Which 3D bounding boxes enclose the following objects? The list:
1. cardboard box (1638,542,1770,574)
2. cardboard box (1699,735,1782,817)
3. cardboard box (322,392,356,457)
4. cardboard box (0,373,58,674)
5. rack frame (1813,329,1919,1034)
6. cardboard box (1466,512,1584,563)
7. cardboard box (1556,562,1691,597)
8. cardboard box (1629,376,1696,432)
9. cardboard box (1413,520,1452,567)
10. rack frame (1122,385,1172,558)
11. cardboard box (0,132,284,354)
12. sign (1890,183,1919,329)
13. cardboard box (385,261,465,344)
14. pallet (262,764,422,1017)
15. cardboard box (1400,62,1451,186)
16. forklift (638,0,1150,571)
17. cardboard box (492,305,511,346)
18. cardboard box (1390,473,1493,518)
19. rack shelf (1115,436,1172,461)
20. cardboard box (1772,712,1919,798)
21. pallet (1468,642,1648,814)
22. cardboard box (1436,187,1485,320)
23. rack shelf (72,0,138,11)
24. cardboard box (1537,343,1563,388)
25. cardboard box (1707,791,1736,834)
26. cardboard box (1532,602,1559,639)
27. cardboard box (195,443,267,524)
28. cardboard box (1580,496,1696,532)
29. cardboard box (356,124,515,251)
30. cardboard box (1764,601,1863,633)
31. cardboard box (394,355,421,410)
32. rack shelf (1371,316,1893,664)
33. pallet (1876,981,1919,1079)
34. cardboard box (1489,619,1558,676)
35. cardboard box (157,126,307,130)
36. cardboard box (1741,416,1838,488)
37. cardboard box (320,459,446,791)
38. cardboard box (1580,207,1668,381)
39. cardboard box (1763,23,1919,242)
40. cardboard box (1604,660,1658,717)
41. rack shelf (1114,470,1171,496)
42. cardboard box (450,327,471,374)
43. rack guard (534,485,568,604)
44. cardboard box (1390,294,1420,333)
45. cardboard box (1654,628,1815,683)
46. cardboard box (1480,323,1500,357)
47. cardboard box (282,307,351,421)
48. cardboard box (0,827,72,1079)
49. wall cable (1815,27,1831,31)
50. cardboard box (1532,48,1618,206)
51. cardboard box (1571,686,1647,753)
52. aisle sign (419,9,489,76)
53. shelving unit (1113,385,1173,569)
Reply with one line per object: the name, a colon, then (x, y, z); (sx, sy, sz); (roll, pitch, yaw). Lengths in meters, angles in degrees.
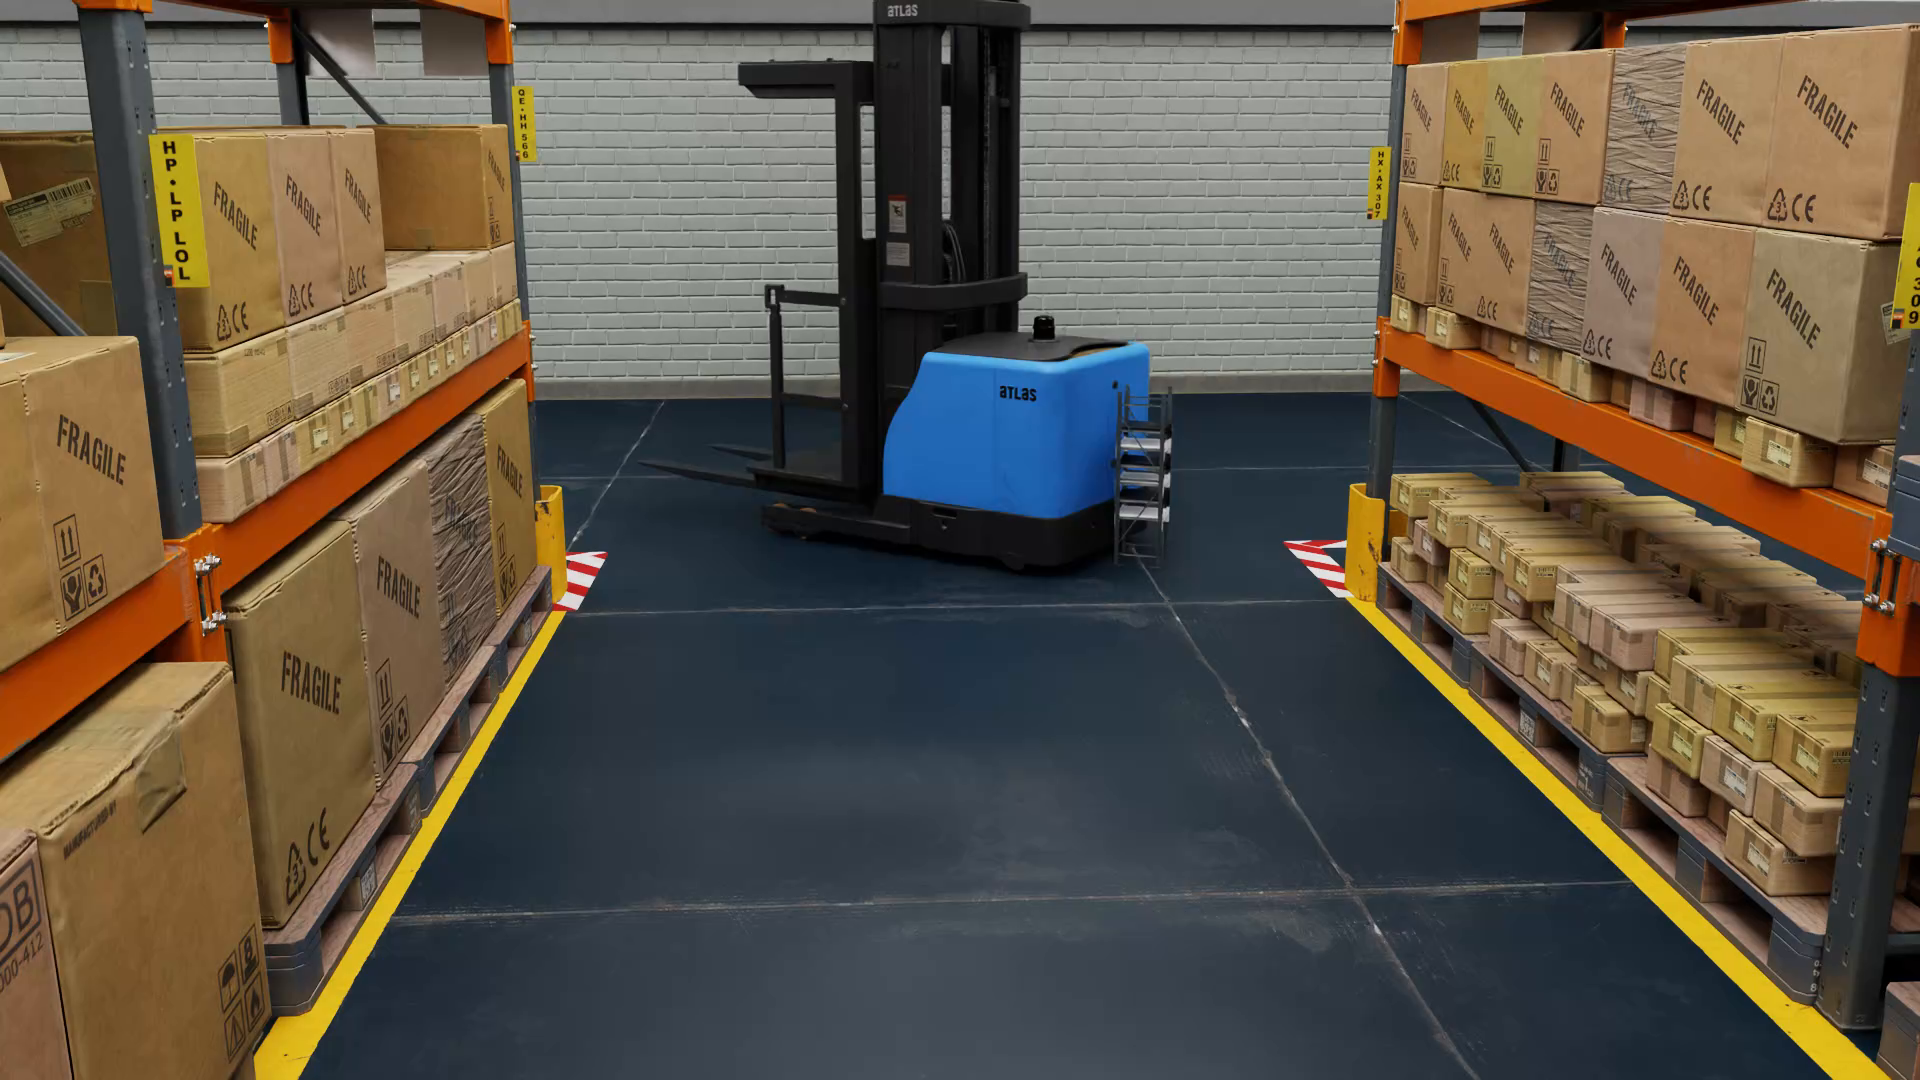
cardboard box: (2.785, 0.115, 6.245); (0.380, 0.149, 0.250); (-1, 14, -5)
cardboard box: (2.350, 0.661, 4.719); (0.380, 0.149, 0.250); (-2, 15, -6)
cardboard box: (-1.979, -0.334, 4.807); (0.380, 0.149, 0.250); (-1, 14, -5)
cardboard box: (-1.916, 0.007, 2.781); (0.500, 0.500, 0.500); (0, 14, -2)
rack frame: (2.716, -0.232, 3.907); (1.000, 3.000, 0.127); (-1, 14, -3)
cardboard box: (2.284, -0.010, 6.730); (0.380, 0.149, 0.250); (-2, 15, -6)
cardboard box: (2.373, 0.186, 5.968); (0.380, 0.149, 0.250); (-1, 14, -3)
cardboard box: (2.345, -0.439, 5.216); (0.380, 0.149, 0.250); (-2, 15, -6)
cardboard box: (2.205, 0.010, 7.250); (0.380, 0.149, 0.250); (-1, 14, -4)
rack frame: (0.960, -0.347, 8.559); (0.240, 0.900, 0.006); (4, 16, 16)
cardboard box: (-2.016, -0.738, 4.074); (0.500, 0.500, 0.500); (-1, 14, -3)
sign: (2.174, -0.641, 3.759); (0.100, 0.325, 0.005); (-1, 14, -3)
cardboard box: (-2.131, -0.877, 6.121); (0.500, 0.250, 0.500); (-1, 14, -5)
pallet: (-2.210, 0.980, 4.795); (1.003, 0.211, 1.213); (-1, 14, -3)
cardboard box: (2.231, -1.788, 7.150); (0.500, 0.500, 0.500); (-1, 14, -4)
forklift: (-0.491, -1.529, 9.087); (3.031, 2.935, 1.130); (10, 17, 33)
cardboard box: (-2.120, -0.905, 7.030); (0.380, 0.149, 0.250); (-1, 14, -3)
cardboard box: (2.161, -0.202, 7.476); (0.380, 0.149, 0.250); (-2, 15, -6)
rack shelf: (0.931, -0.463, 8.427); (0.258, 0.077, 0.200); (4, 16, 16)
cardboard box: (2.434, 0.573, 4.464); (0.380, 0.149, 0.250); (0, 14, -2)
pallet: (2.560, 0.648, 6.084); (1.003, 0.211, 1.213); (-1, 14, -3)
cardboard box: (2.278, -1.170, 6.758); (0.500, 0.500, 0.500); (-1, 14, -3)
rack shelf: (-2.117, -0.787, 1.490); (1.077, 0.370, 4.000); (-1, 14, -3)
cardboard box: (2.308, -0.632, 5.967); (0.380, 0.149, 0.250); (0, 14, -1)
cardboard box: (2.419, 0.787, 4.825); (0.380, 0.149, 0.250); (0, 14, -2)
cardboard box: (2.385, 0.266, 6.253); (0.380, 0.149, 0.250); (0, 14, -1)
cardboard box: (-1.927, -0.137, 4.045); (0.380, 0.149, 0.250); (-1, 14, -3)
cardboard box: (2.855, -0.084, 7.017); (0.380, 0.149, 0.250); (-1, 14, -5)
cardboard box: (-2.196, -1.493, 7.007); (0.500, 0.500, 0.500); (-1, 14, -3)
cardboard box: (2.905, 0.308, 5.494); (0.380, 0.149, 0.250); (-1, 14, -2)
cardboard box: (-2.026, -0.525, 5.551); (0.380, 0.149, 0.250); (-1, 14, -5)
rack shelf: (2.592, -0.381, 5.930); (1.077, 0.370, 4.000); (-1, 14, -3)
pallet: (2.765, 1.312, 3.502); (1.003, 0.211, 1.213); (-1, 14, -3)
cardboard box: (2.247, 0.402, 6.323); (0.380, 0.149, 0.250); (-2, 15, -6)
cardboard box: (-2.660, -1.233, 5.998); (0.500, 0.500, 0.500); (-1, 14, -5)
cardboard box: (2.340, -0.240, 4.443); (0.380, 0.149, 0.250); (-1, 14, -5)
cardboard box: (-2.258, 0.256, 5.433); (0.875, 0.875, 0.875); (-1, 14, -3)
cardboard box: (2.343, -0.793, 5.291); (0.500, 0.500, 0.500); (-1, 14, -4)
cardboard box: (2.417, -1.021, 4.171); (0.500, 0.500, 0.500); (-1, 14, -5)
cardboard box: (2.362, 0.468, 5.471); (0.380, 0.149, 0.250); (-1, 14, -2)
rack shelf: (0.932, -0.289, 8.474); (0.258, 0.077, 0.200); (4, 16, 16)
cardboard box: (-2.074, -0.716, 6.294); (0.380, 0.149, 0.250); (-1, 14, -5)
rack guard: (-2.490, 0.029, 7.908); (1.175, 0.500, 0.348); (-1, 14, -3)
cardboard box: (2.161, -1.019, 7.472); (0.380, 0.149, 0.250); (-1, 14, -4)
cardboard box: (2.418, 0.382, 5.205); (0.380, 0.149, 0.250); (0, 14, -2)
cardboard box: (2.334, -0.827, 6.723); (0.380, 0.149, 0.250); (0, 14, -1)
cardboard box: (-2.035, -0.496, 4.640); (0.500, 0.250, 0.500); (-1, 14, -4)
cardboard box: (-2.125, 1.026, 2.439); (1.225, 0.875, 0.875); (-1, 14, -5)
wall cable: (7.029, -3.237, 13.487); (0.585, 1.953, 0.123); (-1, 14, -3)
cardboard box: (2.313, -1.406, 5.666); (0.500, 0.500, 0.500); (-1, 14, -5)
cardboard box: (2.287, 0.596, 5.569); (0.380, 0.149, 0.250); (-1, 14, -4)
aisle sign: (-2.194, -2.457, 7.337); (0.394, 0.787, 0.004); (-1, 14, -3)
shelving unit: (0.932, -0.322, 8.465); (0.258, 0.900, 0.210); (4, 16, 16)
